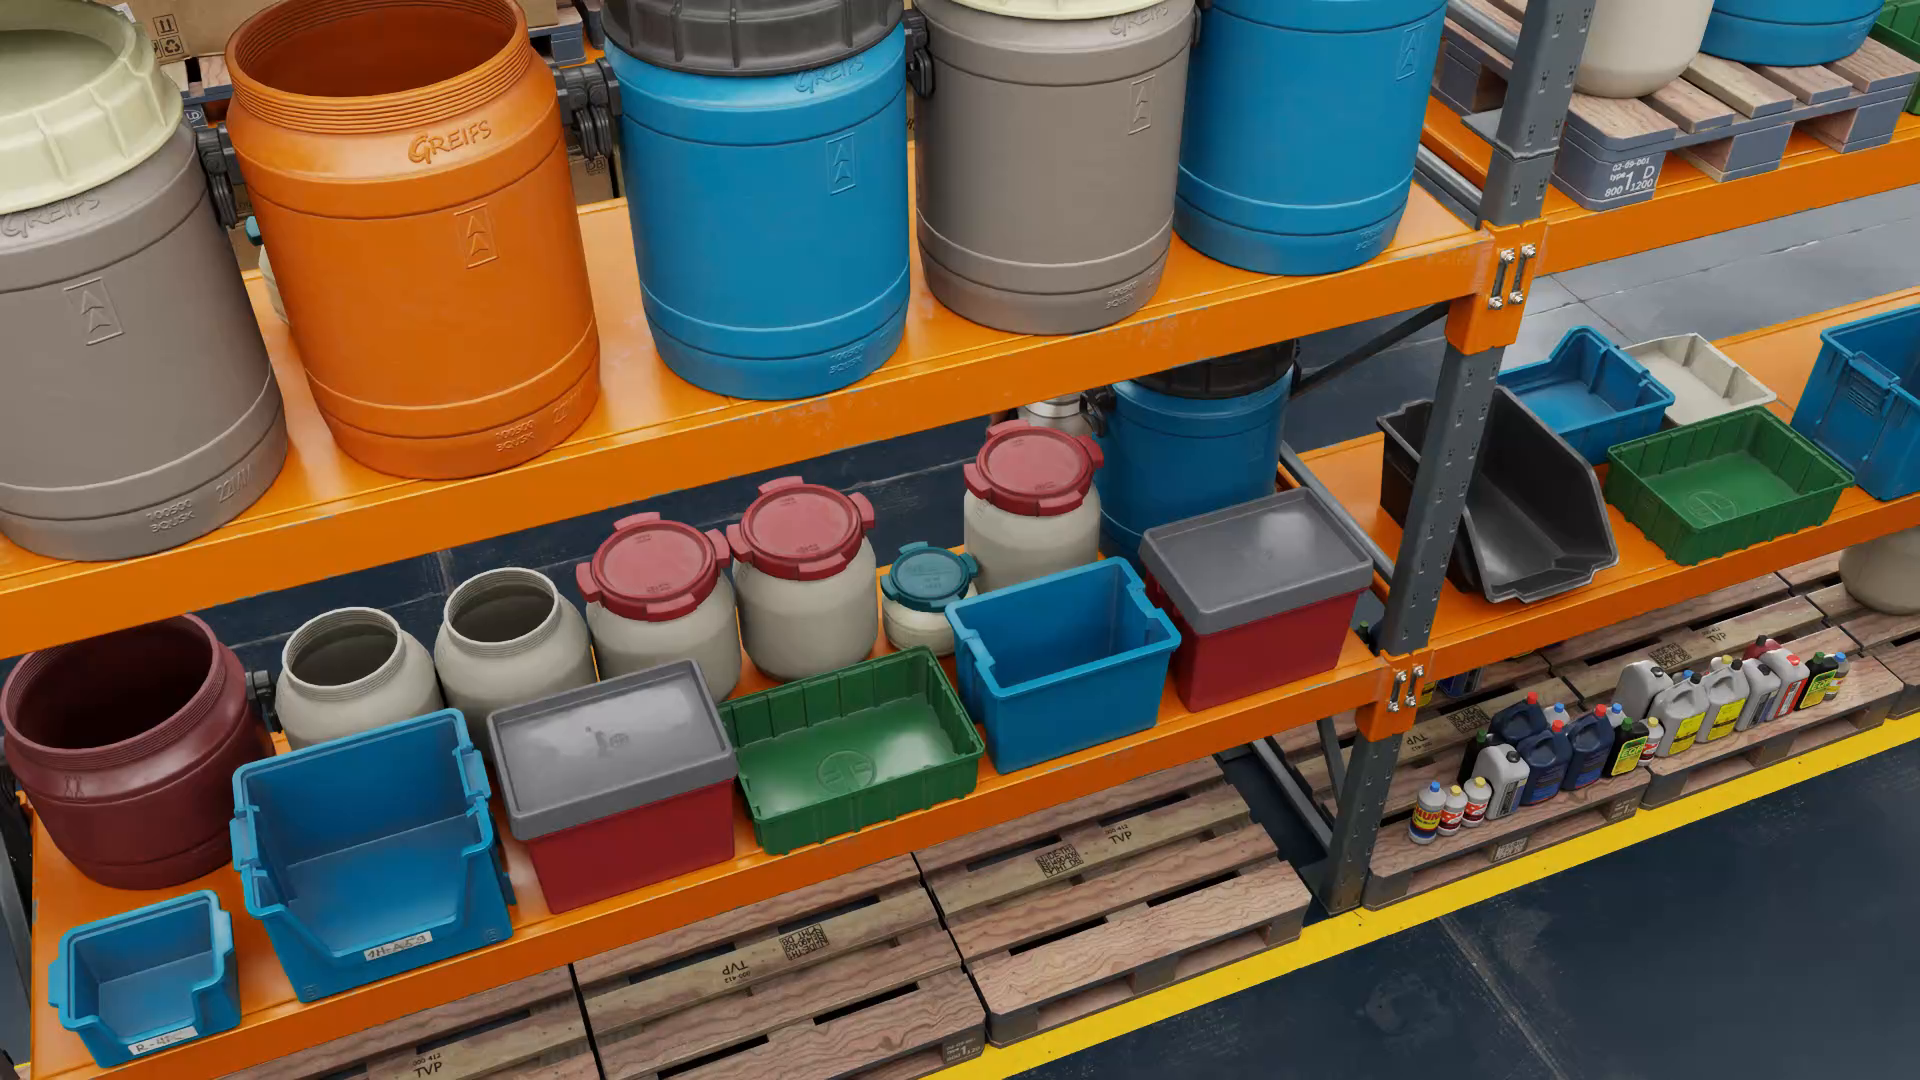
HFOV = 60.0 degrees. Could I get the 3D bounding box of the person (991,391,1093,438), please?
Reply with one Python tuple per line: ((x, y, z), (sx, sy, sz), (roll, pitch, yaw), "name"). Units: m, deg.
((0.397, -0.512, 6.732), (0.585, 1.747, 0.439), (-15, 44, -16), "person")
